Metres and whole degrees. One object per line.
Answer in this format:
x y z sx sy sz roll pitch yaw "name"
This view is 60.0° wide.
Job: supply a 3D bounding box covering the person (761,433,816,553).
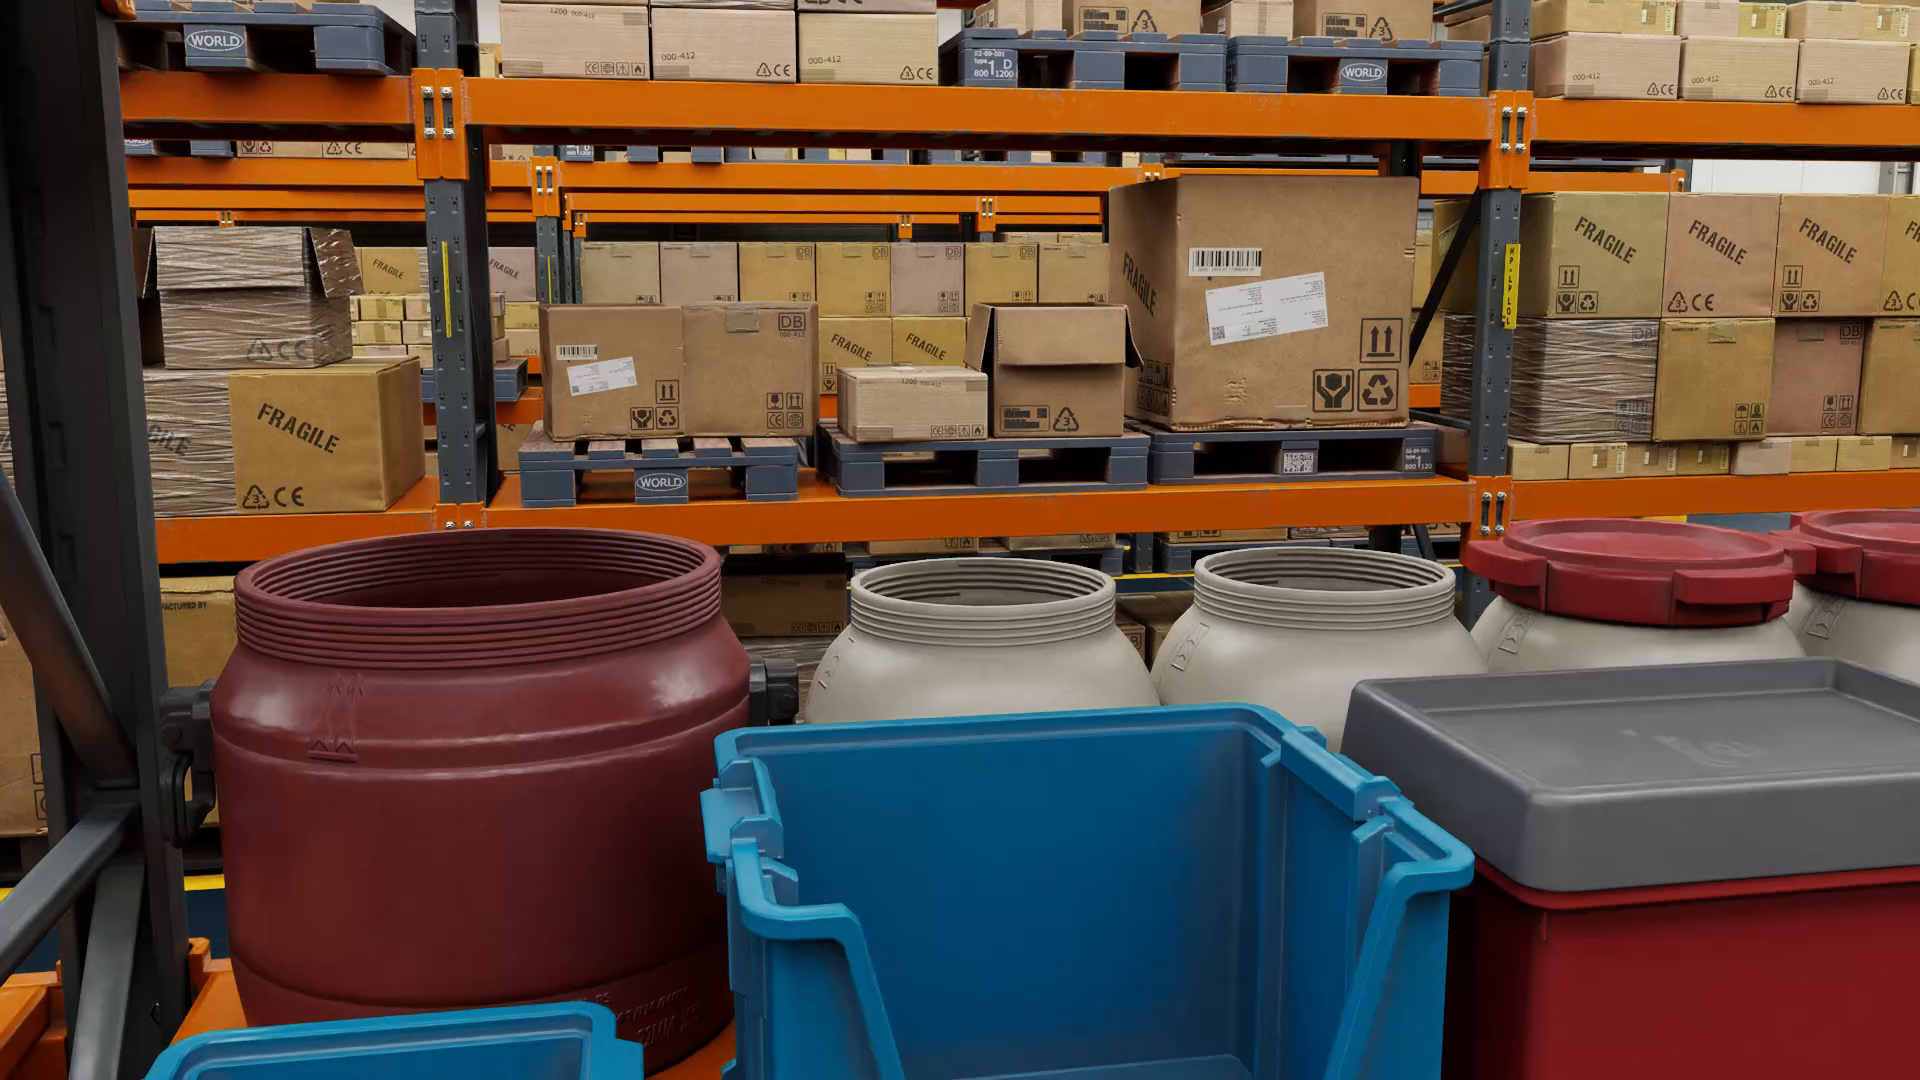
-0.905 -0.087 8.475 0.466 1.722 0.593 -2 10 -14 "person"
